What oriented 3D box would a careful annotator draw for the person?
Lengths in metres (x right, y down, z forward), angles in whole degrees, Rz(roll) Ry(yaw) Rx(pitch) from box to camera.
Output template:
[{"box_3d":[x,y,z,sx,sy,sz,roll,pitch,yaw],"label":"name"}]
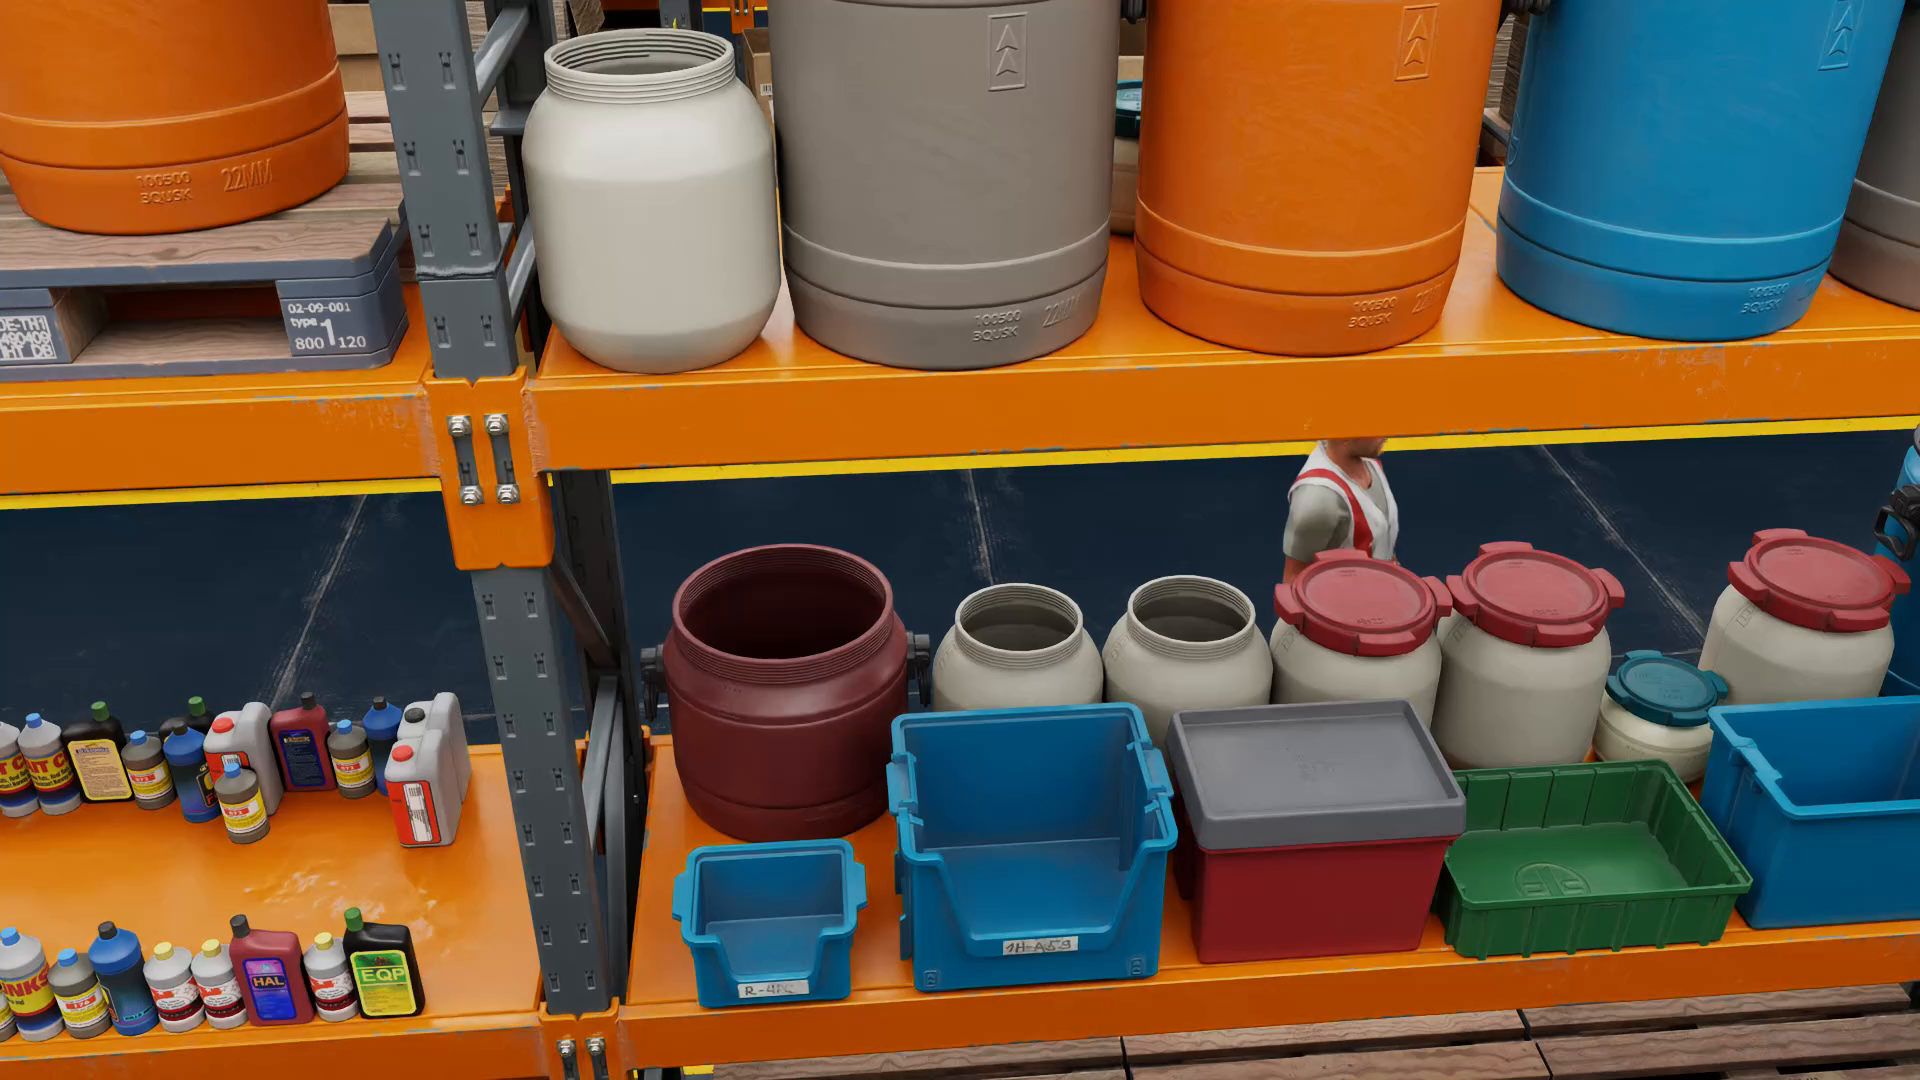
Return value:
[{"box_3d":[1.394,0.258,5.681,0.947,1.755,0.573,16,34,25],"label":"person"}]
